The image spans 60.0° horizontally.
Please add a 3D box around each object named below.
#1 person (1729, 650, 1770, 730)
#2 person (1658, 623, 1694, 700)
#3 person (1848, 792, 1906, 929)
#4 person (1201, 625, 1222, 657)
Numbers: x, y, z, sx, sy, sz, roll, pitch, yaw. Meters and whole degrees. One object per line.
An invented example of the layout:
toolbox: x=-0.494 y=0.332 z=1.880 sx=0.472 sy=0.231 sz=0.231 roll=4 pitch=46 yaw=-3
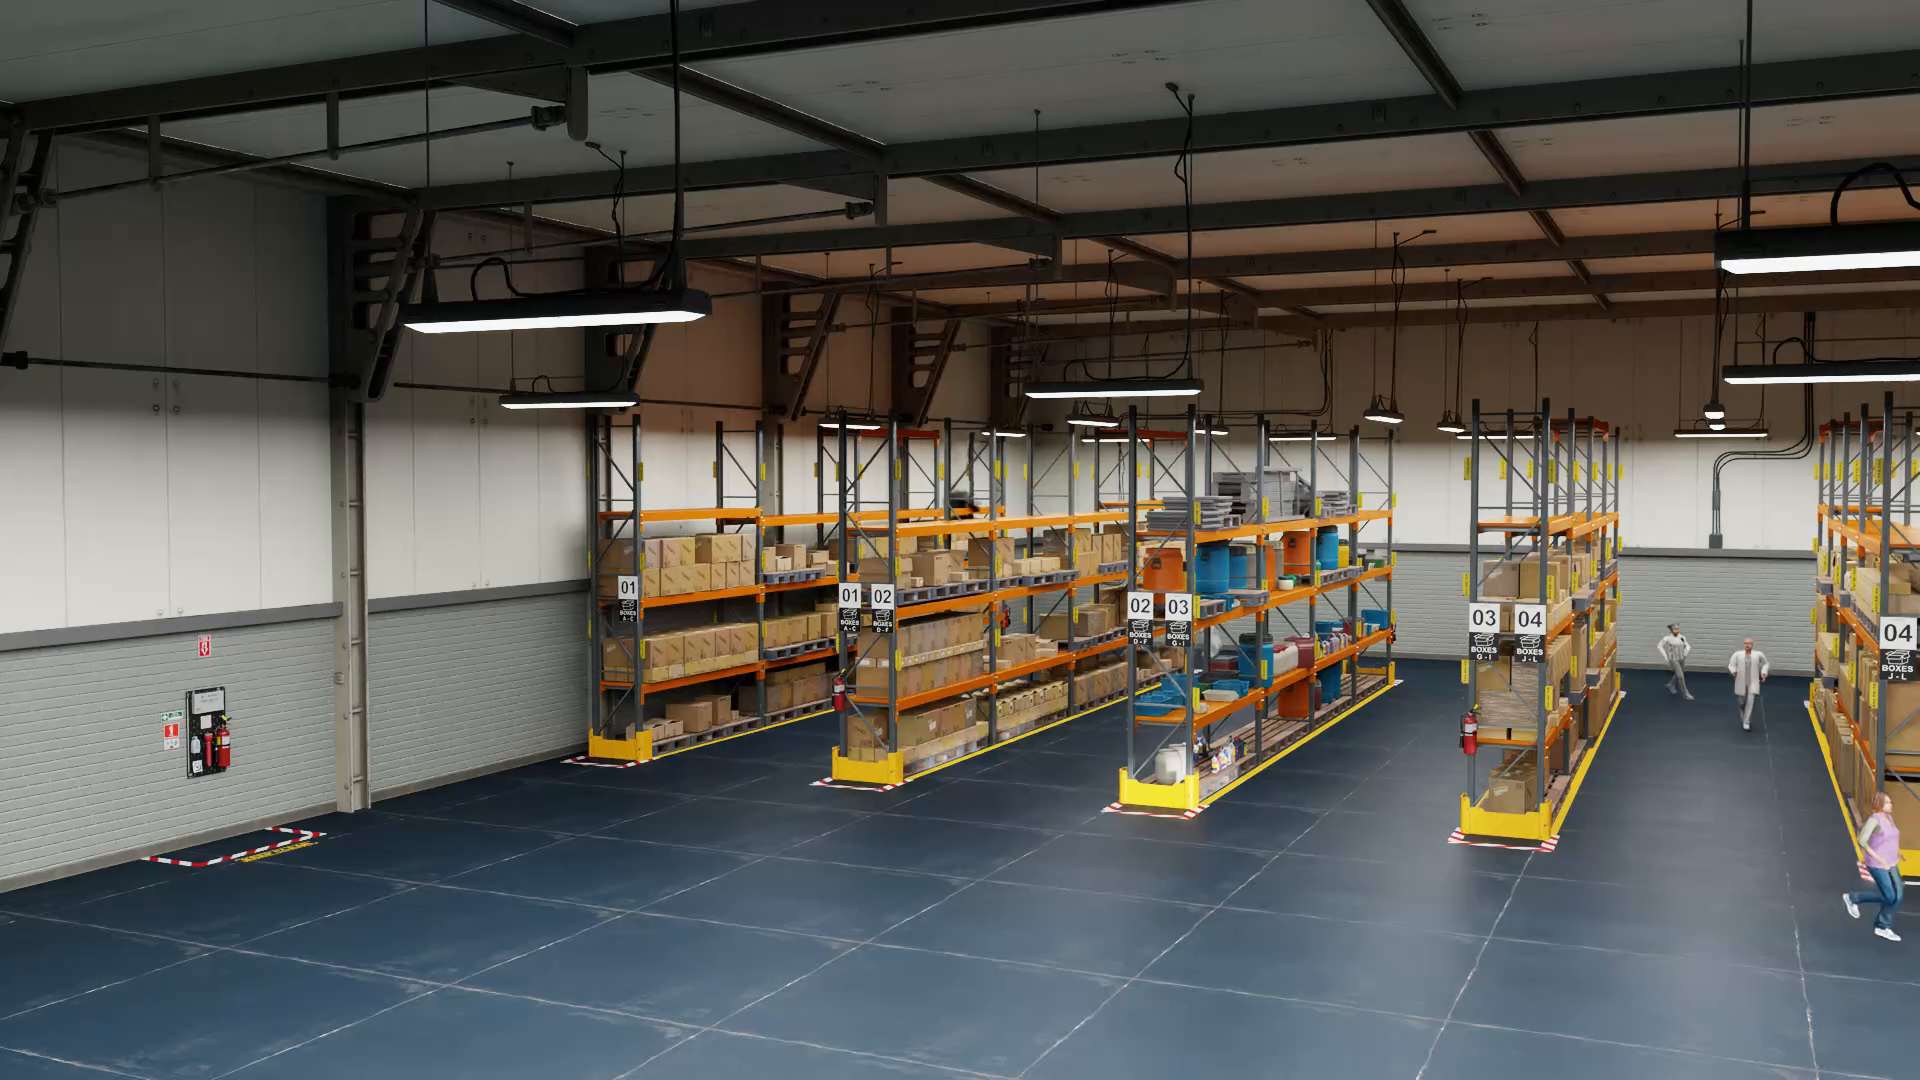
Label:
person: x=15.398 y=2.898 z=32.481 sx=0.725 sy=1.539 sz=1.006 roll=1 pitch=3 yaw=29
person: x=15.795 y=2.652 z=36.726 sx=0.646 sy=1.668 sz=0.874 roll=0 pitch=2 yaw=-9
person: x=9.892 y=3.458 z=17.934 sx=0.536 sy=1.452 sz=0.518 roll=-1 pitch=3 yaw=-32
person: x=6.295 y=2.376 z=42.179 sx=0.571 sy=1.713 sz=0.710 roll=2 pitch=3 yaw=42
